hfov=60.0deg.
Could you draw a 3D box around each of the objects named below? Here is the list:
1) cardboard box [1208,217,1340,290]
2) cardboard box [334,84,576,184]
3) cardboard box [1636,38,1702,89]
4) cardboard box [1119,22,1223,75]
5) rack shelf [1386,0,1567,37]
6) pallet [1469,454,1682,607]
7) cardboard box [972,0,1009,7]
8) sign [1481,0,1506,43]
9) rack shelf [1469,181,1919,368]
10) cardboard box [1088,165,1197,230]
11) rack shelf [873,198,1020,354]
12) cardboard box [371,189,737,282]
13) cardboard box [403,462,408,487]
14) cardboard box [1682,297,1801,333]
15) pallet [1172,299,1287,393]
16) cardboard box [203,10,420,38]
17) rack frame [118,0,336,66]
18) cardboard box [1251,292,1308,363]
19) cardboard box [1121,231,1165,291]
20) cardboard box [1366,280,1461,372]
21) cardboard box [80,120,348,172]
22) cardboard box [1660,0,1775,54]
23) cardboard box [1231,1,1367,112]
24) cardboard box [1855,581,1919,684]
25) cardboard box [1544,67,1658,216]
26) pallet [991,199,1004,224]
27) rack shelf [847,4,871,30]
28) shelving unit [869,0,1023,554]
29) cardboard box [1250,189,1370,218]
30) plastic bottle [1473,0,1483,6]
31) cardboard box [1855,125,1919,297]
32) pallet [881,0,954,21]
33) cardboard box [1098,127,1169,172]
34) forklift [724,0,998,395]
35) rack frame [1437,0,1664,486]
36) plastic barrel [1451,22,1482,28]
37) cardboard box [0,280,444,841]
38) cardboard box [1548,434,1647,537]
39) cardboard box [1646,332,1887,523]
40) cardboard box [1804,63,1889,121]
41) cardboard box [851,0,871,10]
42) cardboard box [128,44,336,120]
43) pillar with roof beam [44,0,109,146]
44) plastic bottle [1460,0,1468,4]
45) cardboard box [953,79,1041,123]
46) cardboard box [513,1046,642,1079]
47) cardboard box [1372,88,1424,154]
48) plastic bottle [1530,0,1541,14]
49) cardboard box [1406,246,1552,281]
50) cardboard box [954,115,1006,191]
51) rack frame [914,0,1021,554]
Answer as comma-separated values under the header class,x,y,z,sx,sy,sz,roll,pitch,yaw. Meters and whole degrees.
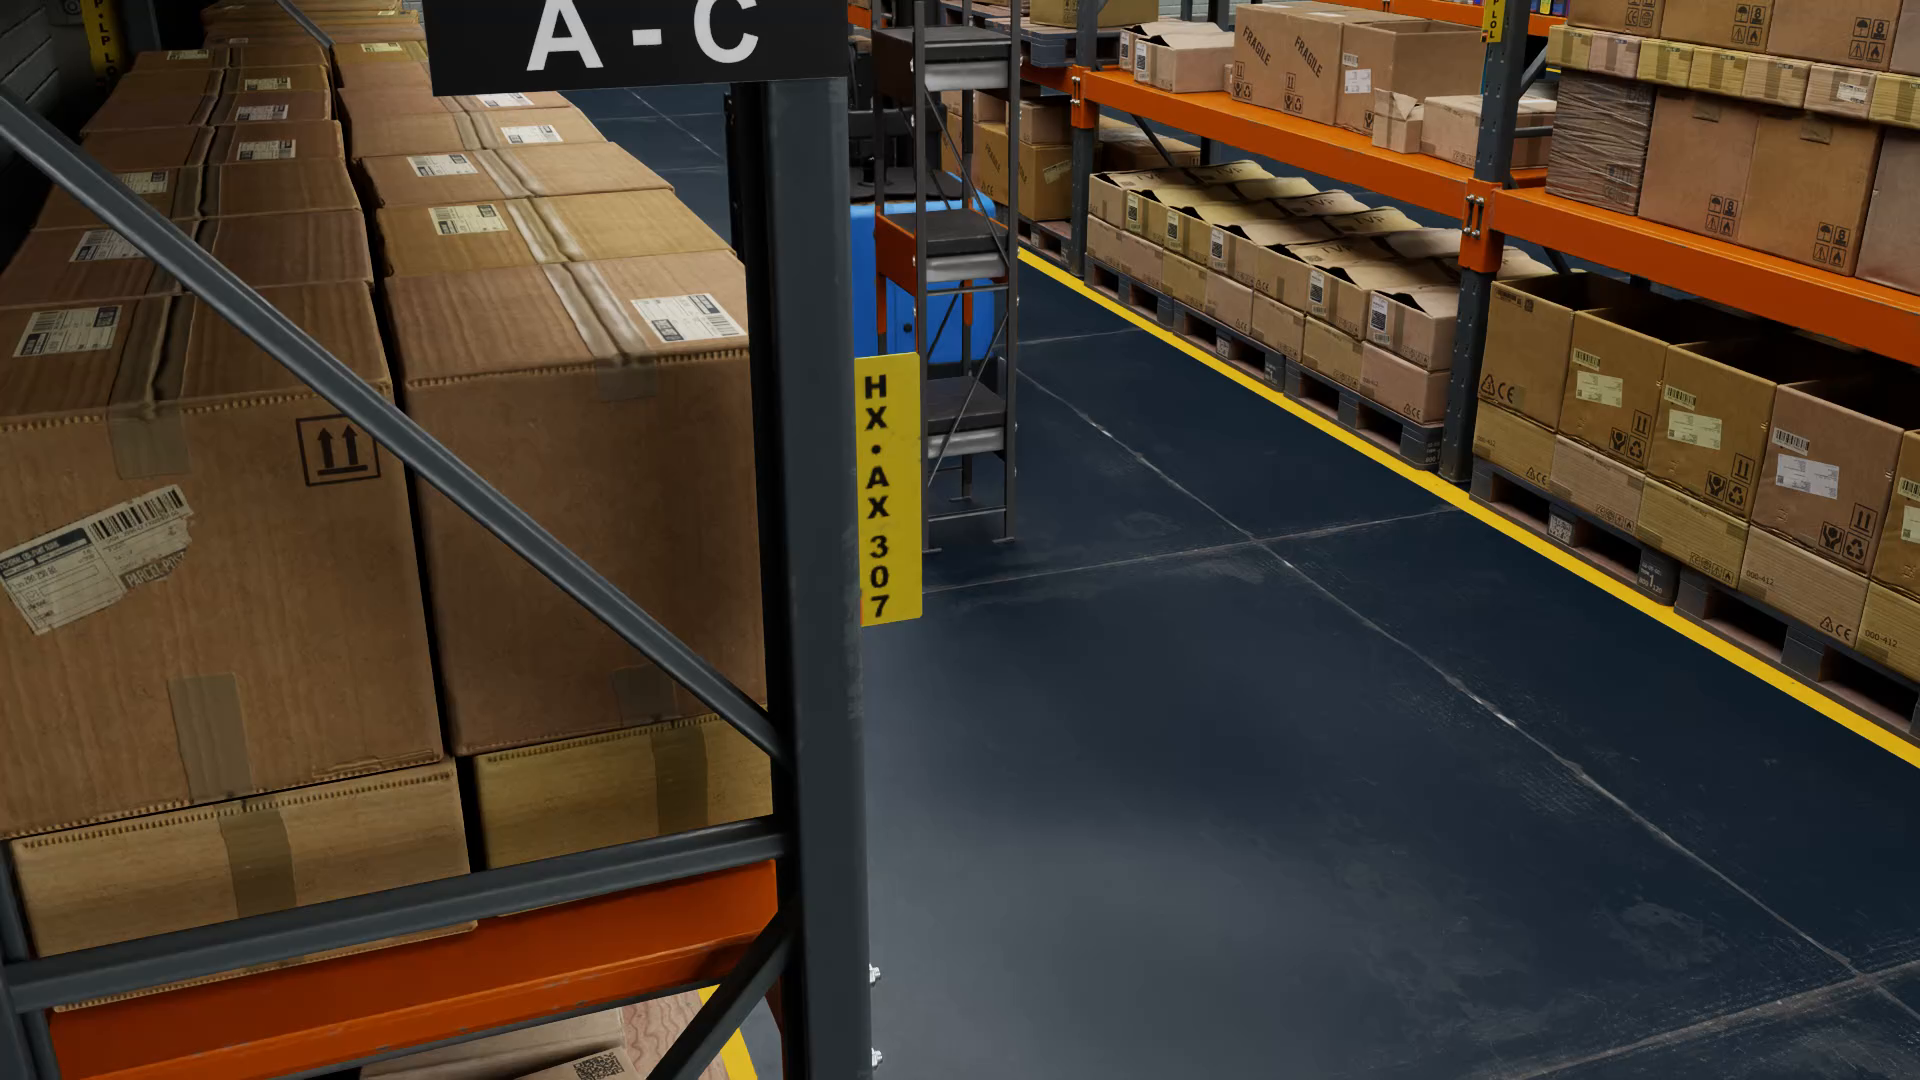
class,x,y,z,sx,sy,sz,roll,pitch,yaw
cardboard box,1.671,-1.559,8.864,0.500,0.311,0.500,-9,24,-20
cardboard box,-1.207,-0.824,4.044,0.500,0.500,0.500,-9,24,-21
cardboard box,2.715,-1.749,6.074,0.380,0.149,0.250,-9,24,-20
cardboard box,1.294,-2.988,10.091,0.500,0.311,0.500,-7,24,-16
rack shelf,5.136,-4.240,13.874,1.077,0.370,4.000,-8,24,-19
pallet,2.862,-0.134,6.795,1.003,0.211,1.213,-8,24,-19
cardboard box,0.476,-4.226,12.246,0.700,0.500,0.500,-15,27,-32
sign,2.116,-2.132,6.558,0.100,0.325,0.005,-8,24,-19
rack shelf,3.326,-0.655,5.369,1.077,0.370,4.000,-8,24,-19
cardboard box,1.117,-2.121,10.198,0.500,0.311,0.500,-7,24,-17
rack shelf,-0.058,-1.015,6.490,0.431,0.518,0.480,-8,24,-19
cardboard box,-0.653,-0.260,2.707,0.500,0.500,0.500,-8,24,-19
cardboard box,-0.847,-0.113,3.322,0.500,0.250,0.500,-9,24,-20
cardboard box,3.154,-0.664,6.496,0.500,0.500,0.500,-8,24,-19
pallet,1.888,-1.135,9.170,1.003,0.211,1.213,-8,24,-19
cardboard box,-2.352,-1.675,6.166,0.700,0.500,0.500,-6,24,-14
rack frame,-2.013,-1.032,5.337,1.000,3.000,0.127,-8,24,-19
cardboard box,1.844,-1.121,8.546,0.500,0.250,0.500,-8,24,-18
cardboard box,1.296,-1.680,9.874,0.500,0.250,0.500,-9,24,-20
cardboard box,2.209,-1.006,7.552,0.500,0.311,0.500,-8,24,-19
cardboard box,-1.499,-0.561,3.421,0.500,0.500,0.500,-8,24,-18
cardboard box,2.962,-2.013,5.866,0.700,0.500,0.500,-8,24,-19
cardboard box,1.815,-2.605,8.941,0.500,0.500,0.500,-10,25,-22
cardboard box,3.201,0.298,5.181,0.500,0.250,0.500,-8,24,-19
cardboard box,2.783,-1.599,6.553,0.700,0.500,0.500,-9,24,-20
pallet,0.551,-2.601,12.649,1.003,0.211,1.213,-8,24,-19
rack shelf,-0.913,-5.015,15.713,1.077,0.370,4.000,-8,24,-19
shelving unit,-0.058,-1.028,6.485,0.431,2.100,0.503,-8,24,-19
cardboard box,1.988,-1.823,9.491,0.500,0.311,0.500,-9,24,-19
plastic bottle,4.473,-4.730,14.261,0.061,0.283,0.133,-8,24,-19
cardboard box,3.331,-1.040,5.226,0.700,0.500,0.500,-8,24,-17
pallet,-0.026,-4.226,13.162,1.003,0.211,1.213,-8,24,-19
cardboard box,1.123,-2.612,11.736,0.500,0.500,0.500,-9,25,-21
forklift,-0.702,-2.449,8.787,1.130,2.935,3.031,-6,24,-14
rack frame,2.620,-1.713,6.953,1.000,3.000,0.127,-8,24,-19
plastic barrel,4.605,-4.325,15.310,0.600,0.901,0.708,-8,24,-19
cardboard box,-0.965,-0.007,2.106,0.500,0.500,0.500,-9,24,-20
cardboard box,2.672,-0.247,6.474,0.500,0.250,0.500,-8,24,-19
cardboard box,2.844,-0.411,5.896,0.500,0.500,0.500,-8,24,-19
cardboard box,2.993,-1.466,5.403,0.380,0.149,0.250,-9,25,-21
cardboard box,-0.623,-4.813,14.178,0.500,0.500,0.500,-8,24,-18
cardboard box,-2.042,-1.119,4.744,0.500,0.500,0.500,-9,24,-20
pillar with roof beam,0.251,-5.250,7.619,9.100,9.000,0.400,-8,24,-19
plastic bottle,4.415,-4.772,14.466,0.097,0.201,0.097,0,23,0
cardboard box,0.268,-3.262,12.313,0.500,0.250,0.500,-9,24,-20
cardboard box,-0.760,1.194,2.951,0.500,0.311,0.500,-11,25,-25
cardboard box,2.138,-1.946,7.677,0.396,0.266,0.258,-9,24,-20
plastic bottle,4.767,-4.505,13.640,0.144,0.351,0.185,-8,24,-19
cardboard box,2.535,-1.265,8.167,0.500,0.311,0.500,-9,24,-20
cardboard box,0.283,-2.903,12.428,0.500,0.500,0.500,-9,25,-21
rack frame,0.028,-0.939,6.275,0.400,2.100,0.015,-8,24,-19
